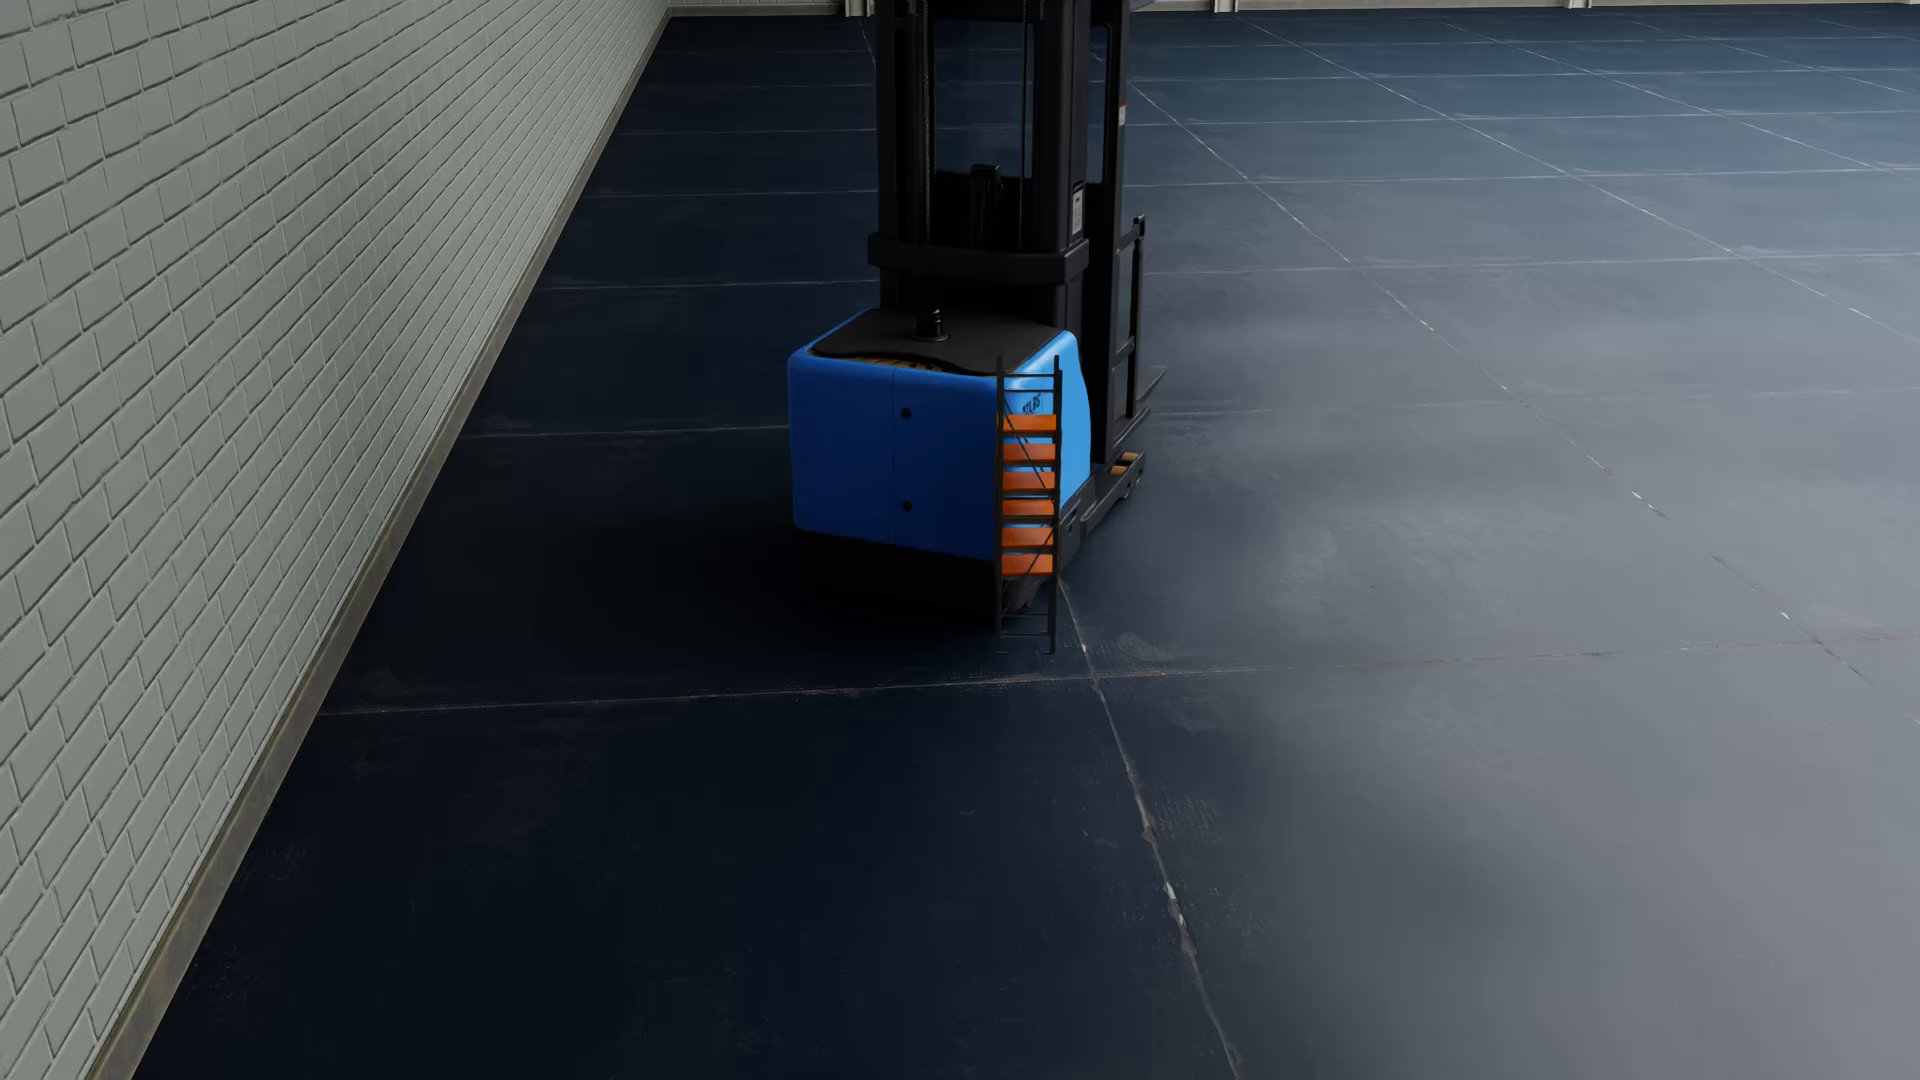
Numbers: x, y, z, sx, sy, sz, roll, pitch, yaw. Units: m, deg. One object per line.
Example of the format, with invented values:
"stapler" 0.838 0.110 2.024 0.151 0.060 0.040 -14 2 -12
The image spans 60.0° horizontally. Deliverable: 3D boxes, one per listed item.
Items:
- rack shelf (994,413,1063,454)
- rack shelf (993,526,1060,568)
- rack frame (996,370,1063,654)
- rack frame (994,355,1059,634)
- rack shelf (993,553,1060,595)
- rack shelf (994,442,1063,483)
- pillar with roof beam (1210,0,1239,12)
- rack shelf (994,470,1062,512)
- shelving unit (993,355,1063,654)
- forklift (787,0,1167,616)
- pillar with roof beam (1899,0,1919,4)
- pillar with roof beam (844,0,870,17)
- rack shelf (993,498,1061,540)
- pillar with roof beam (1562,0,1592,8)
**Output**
"rack shelf" 0.264 -0.414 6.427 0.258 0.103 0.180 0 24 -1
"rack shelf" 0.264 0.025 6.622 0.258 0.103 0.180 0 24 -1
"rack frame" 0.265 -0.088 6.472 0.240 1.200 0.006 0 24 -1
"rack frame" 0.263 -0.163 6.639 0.240 1.200 0.006 0 24 -1
"rack shelf" 0.264 0.134 6.671 0.258 0.103 0.180 0 24 -1
"rack shelf" 0.264 -0.304 6.476 0.258 0.103 0.180 0 24 -1
"pillar with roof beam" 4.744 -11.039 21.506 0.400 9.000 9.100 -2 24 -5
"rack shelf" 0.264 -0.195 6.524 0.258 0.103 0.180 0 24 -1
"shelving unit" 0.264 -0.126 6.555 0.258 1.200 0.189 0 24 -1
"forklift" 0.291 -1.598 7.736 1.130 2.935 3.031 9 26 20
"pillar with roof beam" 16.686 -11.518 22.584 0.400 9.000 9.100 -2 24 -5
"pillar with roof beam" -1.227 -10.799 20.967 0.400 9.000 9.100 -2 24 -5
"rack shelf" 0.264 -0.085 6.573 0.258 0.103 0.180 0 24 -1
"pillar with roof beam" 10.715 -11.278 22.045 0.400 9.000 9.100 -2 24 -5
